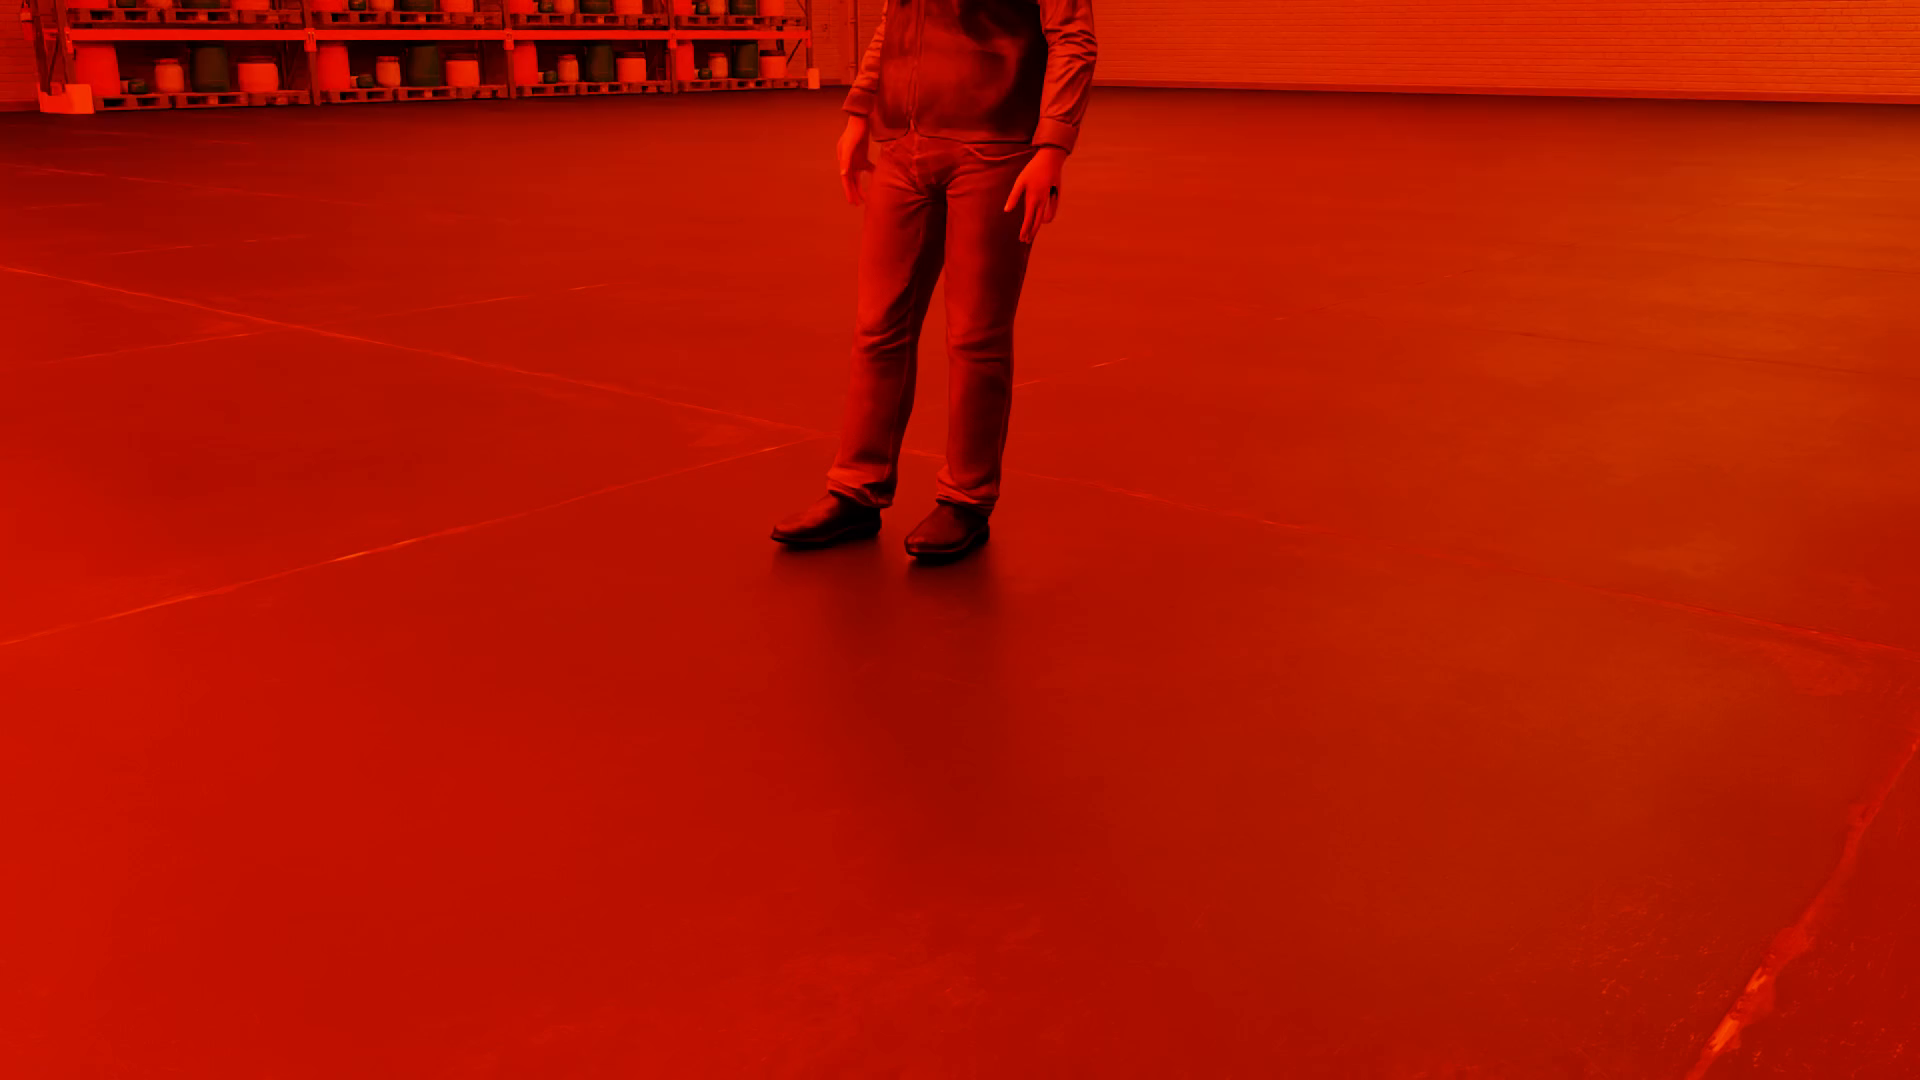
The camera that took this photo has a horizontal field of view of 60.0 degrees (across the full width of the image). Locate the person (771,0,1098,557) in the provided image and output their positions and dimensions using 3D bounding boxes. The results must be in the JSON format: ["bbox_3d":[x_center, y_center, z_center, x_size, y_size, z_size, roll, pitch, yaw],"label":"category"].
[{"bbox_3d":[-0.046,-0.819,3.649,0.632,1.720,0.568,13,21,37],"label":"person"}]
